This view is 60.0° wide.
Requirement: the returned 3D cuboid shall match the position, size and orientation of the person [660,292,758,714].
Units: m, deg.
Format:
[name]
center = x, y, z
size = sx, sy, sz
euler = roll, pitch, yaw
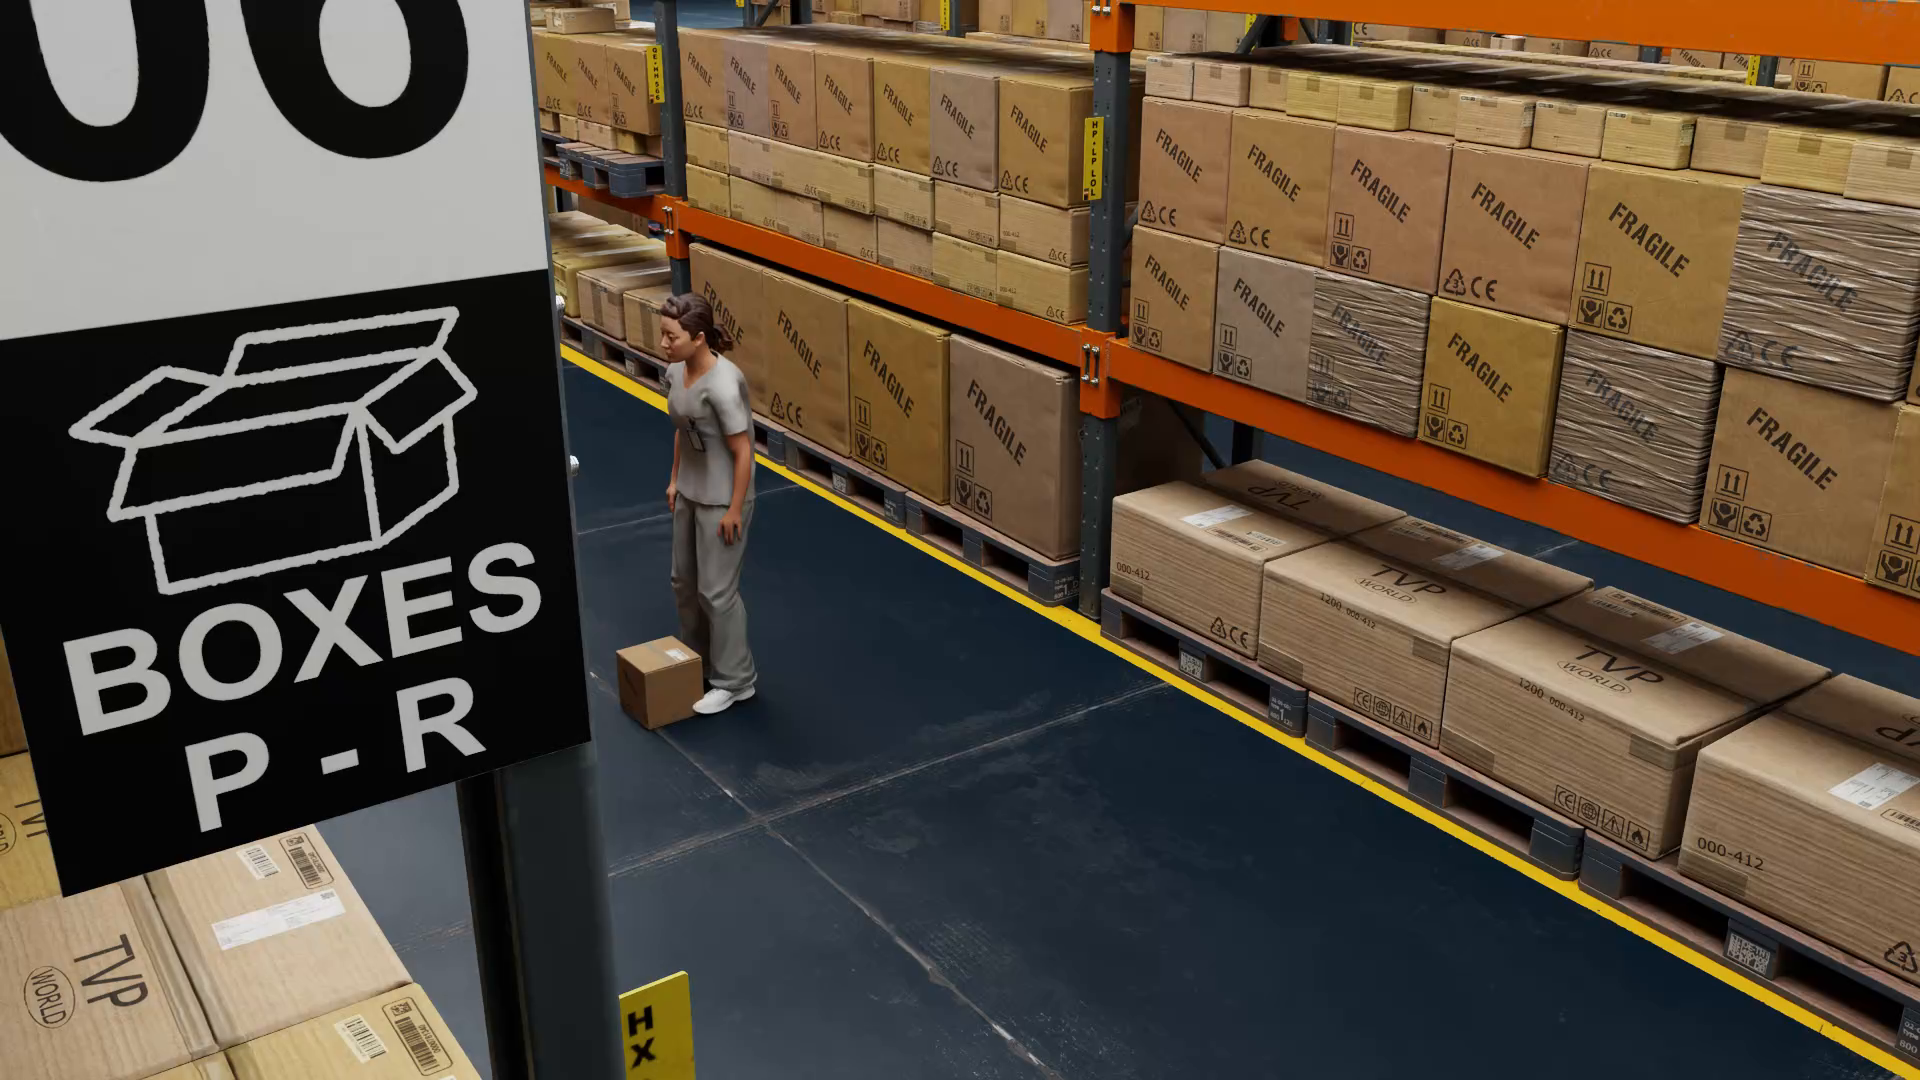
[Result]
[person]
center = -0.992, -0.150, 6.479
size = 0.368, 1.665, 0.503
euler = -16, 27, -36
